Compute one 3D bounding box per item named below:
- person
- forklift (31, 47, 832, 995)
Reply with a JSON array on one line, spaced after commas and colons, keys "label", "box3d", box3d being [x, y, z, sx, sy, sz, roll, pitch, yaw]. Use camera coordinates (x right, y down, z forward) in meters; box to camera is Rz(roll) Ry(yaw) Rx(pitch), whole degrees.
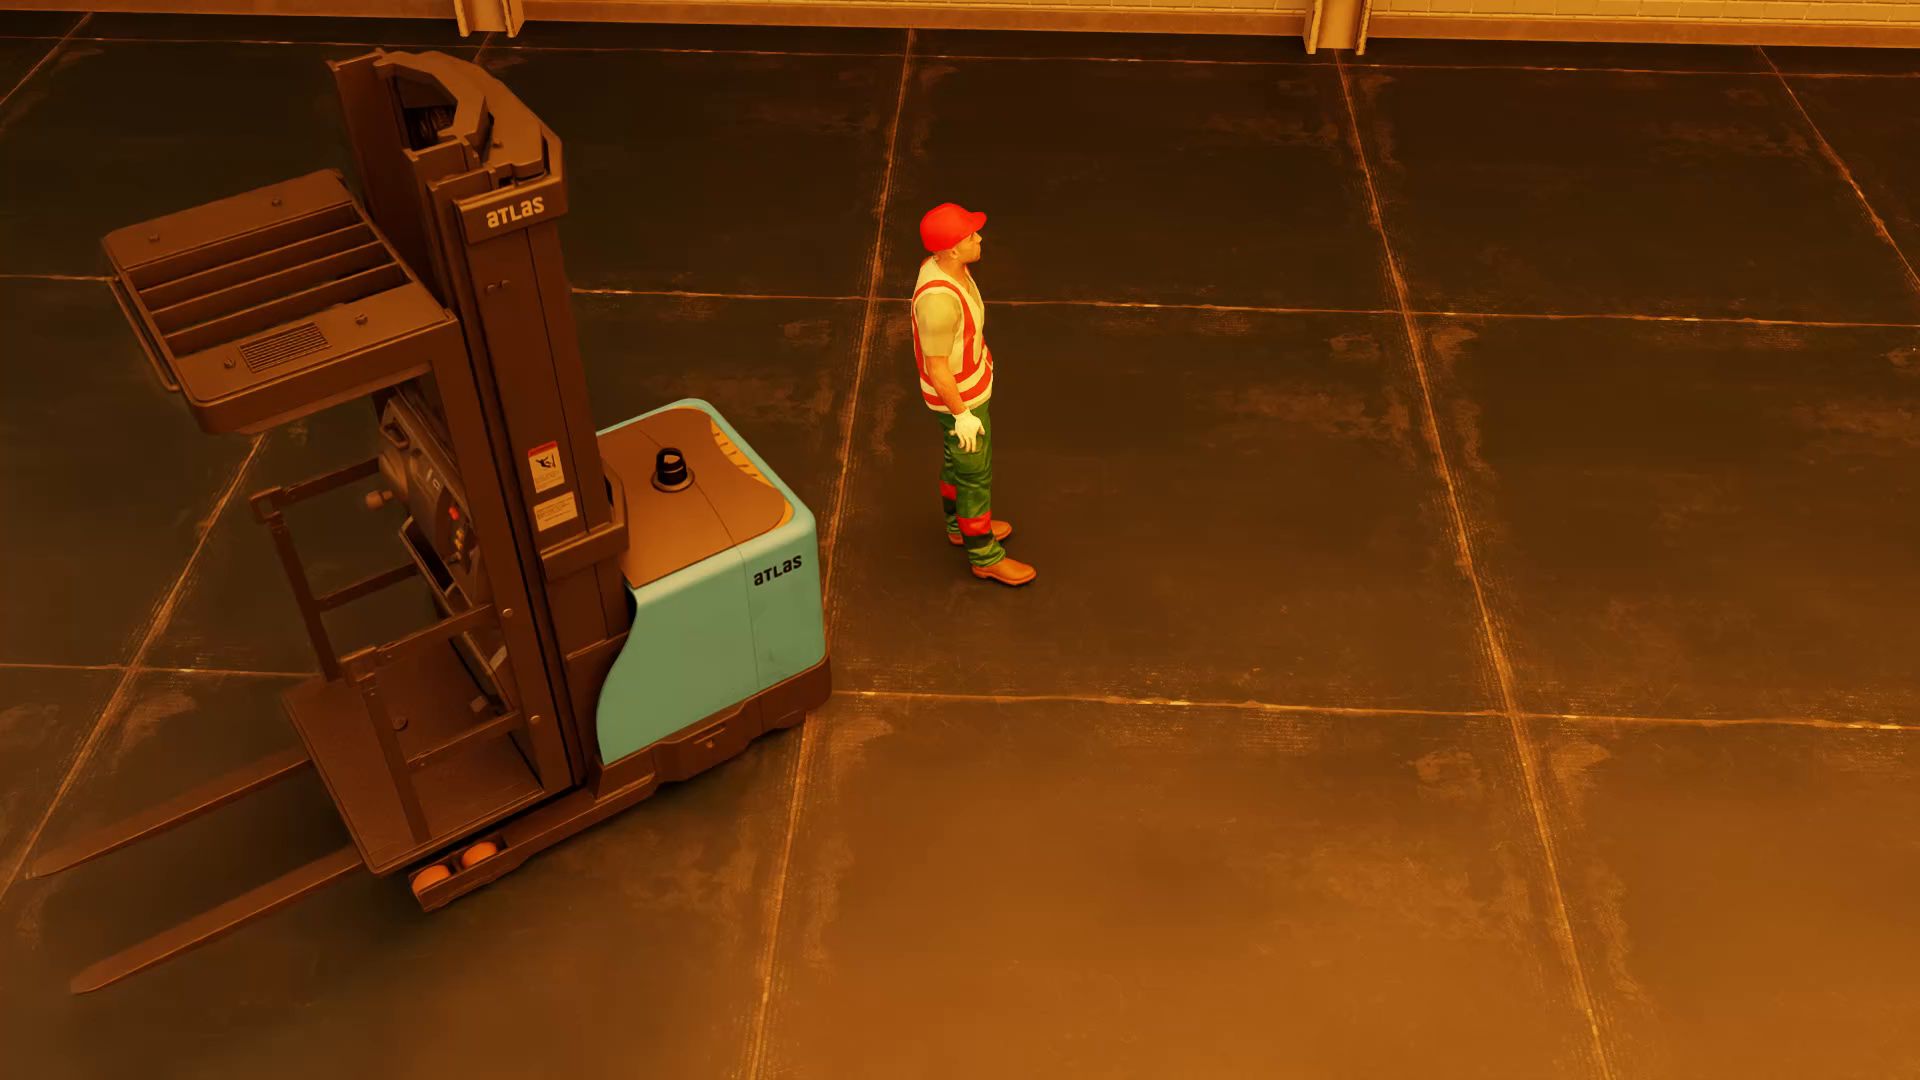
[{"label": "person", "box3d": [0.080, -0.655, 7.296, 0.563, 1.788, 0.638, 2, 42, 2]}, {"label": "forklift", "box3d": [-2.051, -0.082, 5.832, 3.031, 2.935, 1.130, -25, 48, -25]}]
